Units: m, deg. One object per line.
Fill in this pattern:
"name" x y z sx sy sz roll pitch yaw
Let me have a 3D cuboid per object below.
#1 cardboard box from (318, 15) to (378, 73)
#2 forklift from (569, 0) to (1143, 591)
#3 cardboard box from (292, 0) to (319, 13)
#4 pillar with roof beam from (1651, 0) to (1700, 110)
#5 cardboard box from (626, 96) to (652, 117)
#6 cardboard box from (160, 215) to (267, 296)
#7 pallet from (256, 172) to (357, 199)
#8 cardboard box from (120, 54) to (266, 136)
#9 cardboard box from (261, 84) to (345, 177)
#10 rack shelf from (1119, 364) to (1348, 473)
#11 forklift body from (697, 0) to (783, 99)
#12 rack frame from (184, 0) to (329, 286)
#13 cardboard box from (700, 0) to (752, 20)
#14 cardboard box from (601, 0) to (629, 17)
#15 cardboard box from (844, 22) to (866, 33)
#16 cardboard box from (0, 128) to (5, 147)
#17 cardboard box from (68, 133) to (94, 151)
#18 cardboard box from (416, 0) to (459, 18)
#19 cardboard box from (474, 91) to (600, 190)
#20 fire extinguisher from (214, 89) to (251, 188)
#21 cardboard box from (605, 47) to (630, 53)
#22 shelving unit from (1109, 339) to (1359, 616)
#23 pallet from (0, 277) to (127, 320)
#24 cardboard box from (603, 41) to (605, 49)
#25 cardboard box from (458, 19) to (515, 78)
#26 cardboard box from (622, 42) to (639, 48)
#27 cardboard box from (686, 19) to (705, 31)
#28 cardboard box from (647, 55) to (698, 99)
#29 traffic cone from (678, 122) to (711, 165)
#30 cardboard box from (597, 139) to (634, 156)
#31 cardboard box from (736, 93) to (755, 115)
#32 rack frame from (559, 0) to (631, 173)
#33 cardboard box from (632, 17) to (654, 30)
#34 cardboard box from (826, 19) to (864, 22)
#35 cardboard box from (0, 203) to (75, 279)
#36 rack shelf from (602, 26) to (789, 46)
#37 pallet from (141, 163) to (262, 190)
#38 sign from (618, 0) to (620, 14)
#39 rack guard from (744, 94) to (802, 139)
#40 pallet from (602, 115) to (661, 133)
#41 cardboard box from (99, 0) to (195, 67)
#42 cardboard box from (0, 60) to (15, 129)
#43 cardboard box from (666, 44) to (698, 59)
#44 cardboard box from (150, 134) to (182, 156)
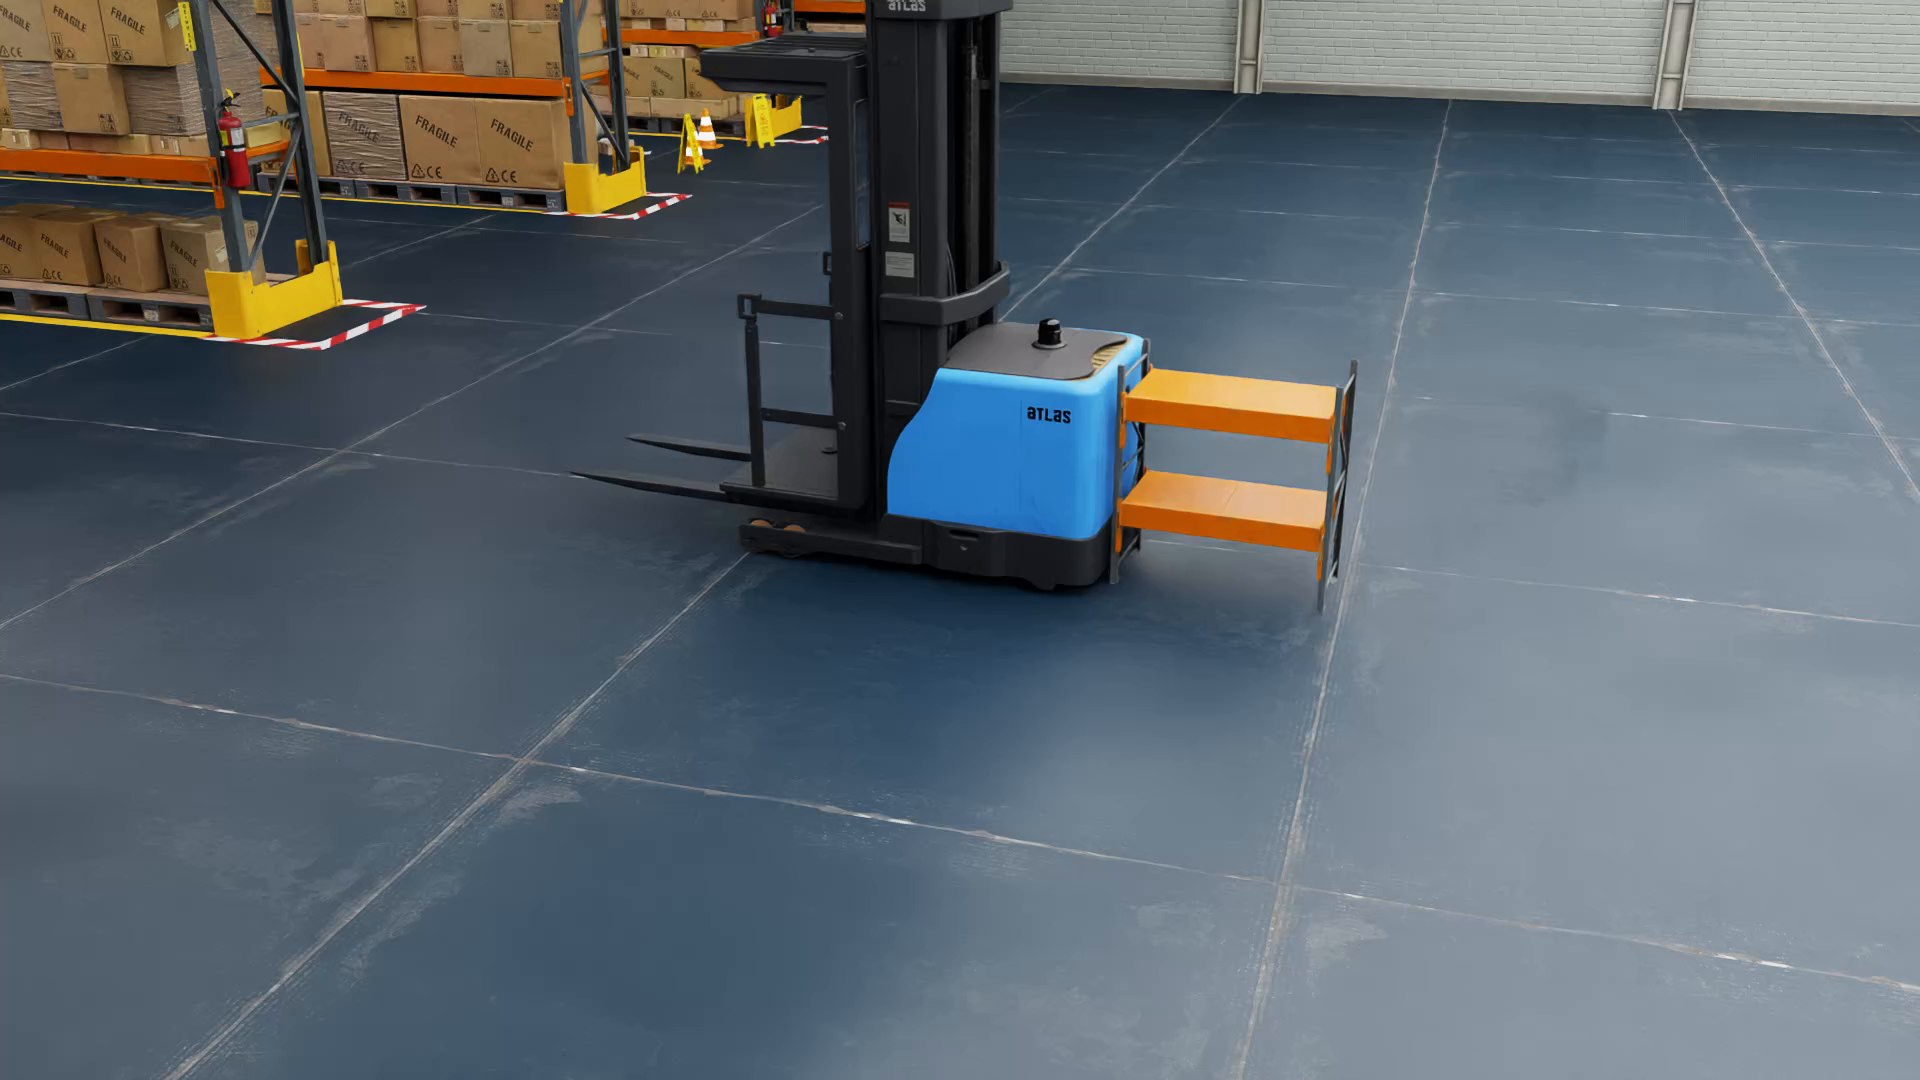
"cardboard box" -6.147 -5.213 17.328 0.550 0.550 0.875 7 23 16
"forklift" -0.606 -1.442 8.424 3.031 2.935 1.130 8 24 19
"cardboard box" -6.616 -5.831 17.413 0.550 0.550 0.875 7 23 16
"pillar with roof beam" 8.912 -8.808 18.386 0.400 9.000 9.100 7 23 16
"cardboard box" -4.205 -5.733 21.863 0.500 0.250 0.500 6 23 14
"cardboard box" -5.812 -2.216 12.961 0.500 0.500 0.500 11 25 25
"pallet" -6.814 -3.932 18.077 1.213 0.211 1.003 7 23 15
"cardboard box" -5.738 -3.358 12.480 0.500 0.500 0.875 7 23 16
"cardboard box" -6.937 -4.450 17.913 0.875 0.875 0.875 7 23 16
"rack shelf" 1.318 -0.591 7.957 1.000 0.278 0.538 8 24 19
"forklift body" -3.269 -7.661 24.612 1.214 2.155 2.313 7 23 16
"rack frame" -5.219 -3.104 12.385 0.127 3.000 1.000 7 23 16
"cardboard box" -2.956 -6.848 20.988 0.500 0.500 0.500 6 23 15
"cardboard box" -4.392 -7.023 21.415 0.500 0.500 0.500 7 23 16
"cardboard box" -1.458 -7.830 25.659 0.500 0.250 0.500 7 23 17
"cardboard box" -7.238 -3.123 12.762 0.250 0.149 0.380 7 23 16
"cardboard box" -6.507 -3.056 12.598 0.250 0.149 0.380 7 23 16
"cardboard box" -5.084 -5.656 16.986 0.550 0.550 0.875 7 23 16
"cardboard box" -4.358 -4.157 17.197 0.875 0.875 0.875 7 23 16
"fire extinguisher" -5.243 -2.888 11.960 0.183 0.674 0.296 7 23 16
"cardboard box" -4.566 -6.334 22.341 0.500 0.500 0.500 8 24 18
"shelving unit" 1.318 -0.320 8.069 1.048 1.125 0.538 8 24 19
"pallet" -7.224 -2.059 13.510 1.213 0.211 1.003 7 23 16
"cardboard box" -4.846 -6.430 21.720 0.250 0.149 0.380 8 24 19
"cardboard box" -4.591 -5.041 16.909 0.550 0.550 0.875 7 23 16
"cardboard box" -5.259 -8.096 27.129 0.625 0.625 0.875 8 24 18
"cardboard box" -3.290 -6.575 21.177 0.250 0.149 0.380 6 23 15
"cardboard box" -3.700 -6.023 21.582 0.500 0.500 0.500 7 23 17
"traffic cone" -3.136 -4.669 19.542 0.334 0.463 0.336 7 23 16
"cardboard box" -4.194 -4.795 20.264 0.380 0.149 0.250 -20 29 -39
"cardboard box" -3.049 -5.816 22.065 0.500 0.250 0.500 6 23 15
"rack frame" -3.690 -4.895 16.751 0.127 3.000 1.000 7 23 16
"cardboard box" -4.021 -6.666 21.400 0.250 0.149 0.380 6 23 15
"cardboard box" -1.811 -8.068 26.239 0.500 0.250 0.500 7 23 16
"cardboard box" -7.510 -2.422 13.463 0.500 0.500 0.500 4 23 11
"rack shelf" -4.272 -6.591 21.833 4.000 0.370 1.077 7 23 16
"pallet" -8.280 -4.101 18.489 1.213 0.211 1.003 7 23 16
"sign" -3.524 -5.533 17.062 0.005 0.325 0.100 7 23 16
"rack guard" -2.430 -5.556 21.657 0.348 0.500 1.175 7 23 16
"pallet" -4.361 -5.659 22.288 1.213 0.211 1.003 7 23 16
"cardboard box" -5.817 -3.721 12.048 0.500 0.500 0.500 7 23 16
"cardboard box" -7.193 -3.499 12.824 0.500 0.500 0.875 7 23 16
"cardboard box" -3.570 -6.283 21.361 0.250 0.149 0.380 7 23 17
"cardboard box" -5.791 -2.972 12.393 0.250 0.149 0.380 7 23 16
